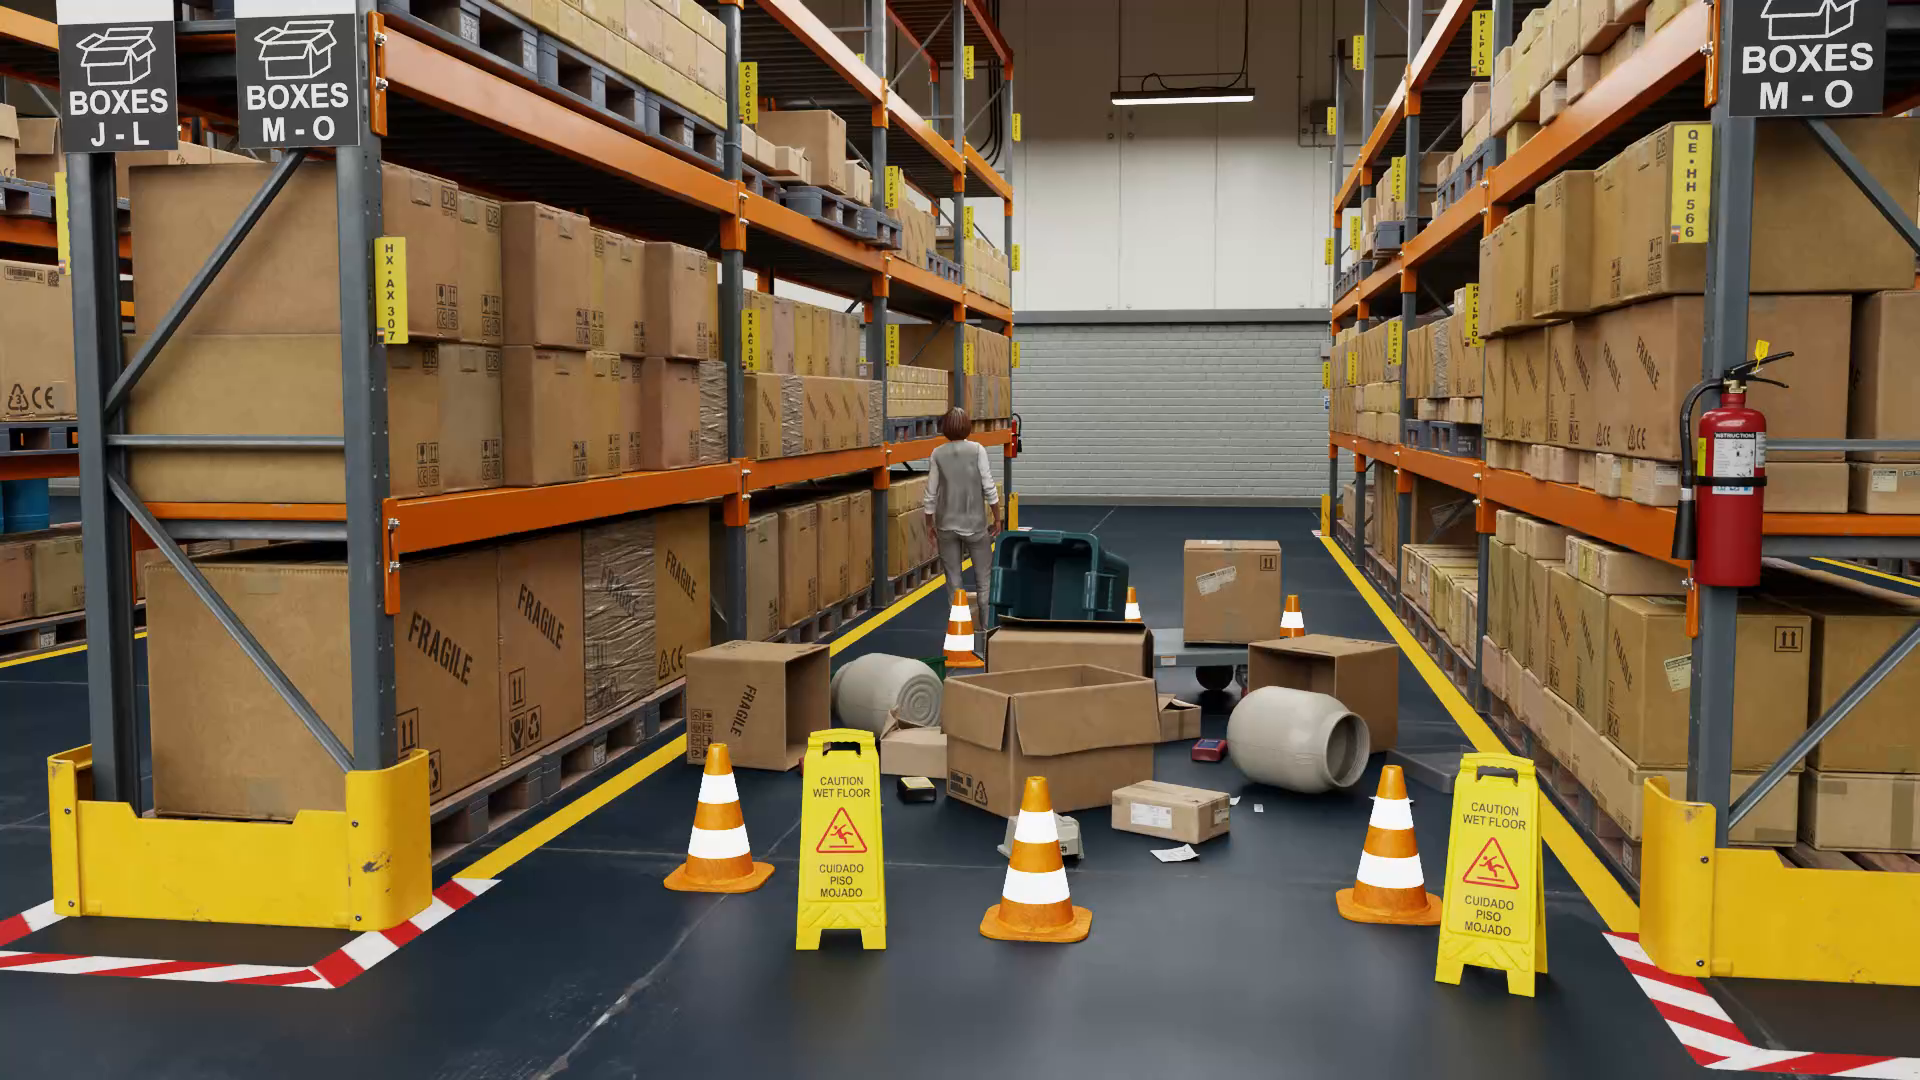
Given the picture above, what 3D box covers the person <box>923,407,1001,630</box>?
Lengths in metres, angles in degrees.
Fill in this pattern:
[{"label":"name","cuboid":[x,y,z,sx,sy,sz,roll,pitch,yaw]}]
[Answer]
[{"label":"person","cuboid":[0.033,-0.072,10.895,0.521,1.597,0.475,1,5,8]}]
